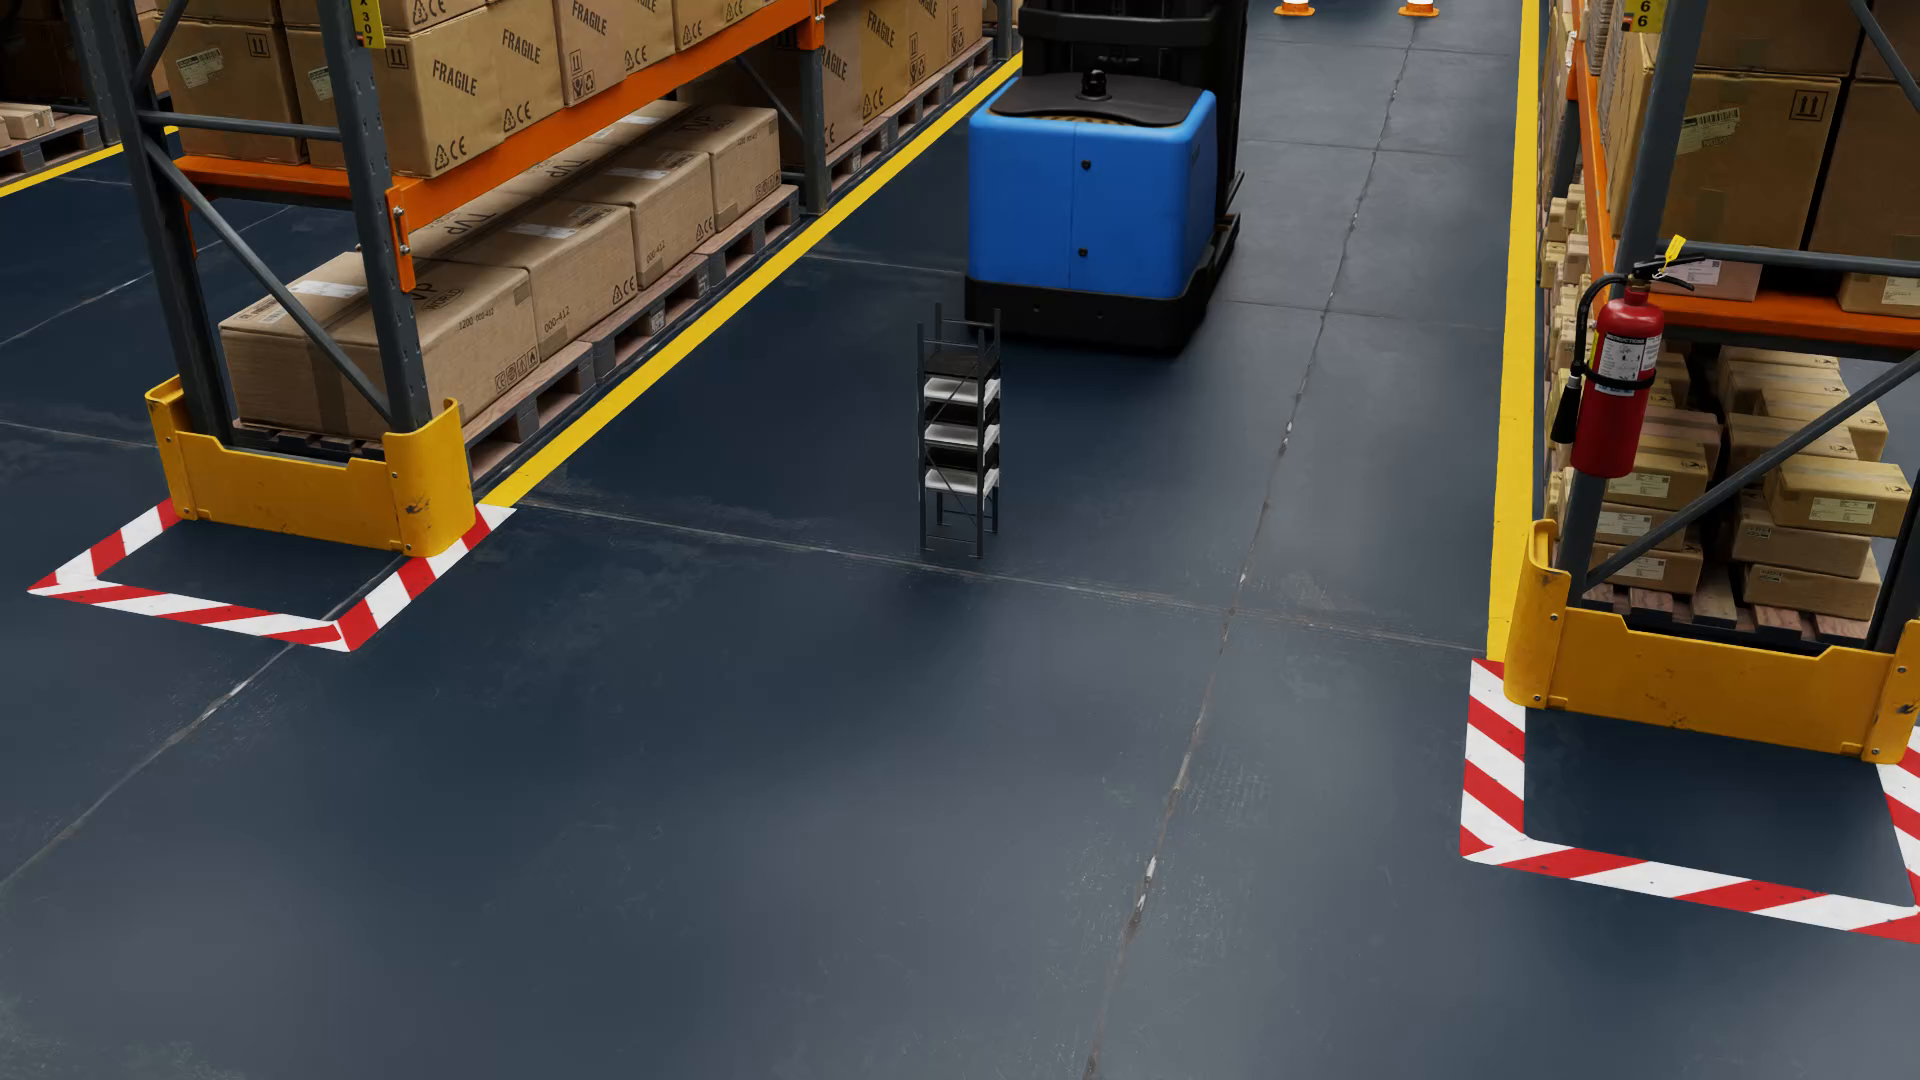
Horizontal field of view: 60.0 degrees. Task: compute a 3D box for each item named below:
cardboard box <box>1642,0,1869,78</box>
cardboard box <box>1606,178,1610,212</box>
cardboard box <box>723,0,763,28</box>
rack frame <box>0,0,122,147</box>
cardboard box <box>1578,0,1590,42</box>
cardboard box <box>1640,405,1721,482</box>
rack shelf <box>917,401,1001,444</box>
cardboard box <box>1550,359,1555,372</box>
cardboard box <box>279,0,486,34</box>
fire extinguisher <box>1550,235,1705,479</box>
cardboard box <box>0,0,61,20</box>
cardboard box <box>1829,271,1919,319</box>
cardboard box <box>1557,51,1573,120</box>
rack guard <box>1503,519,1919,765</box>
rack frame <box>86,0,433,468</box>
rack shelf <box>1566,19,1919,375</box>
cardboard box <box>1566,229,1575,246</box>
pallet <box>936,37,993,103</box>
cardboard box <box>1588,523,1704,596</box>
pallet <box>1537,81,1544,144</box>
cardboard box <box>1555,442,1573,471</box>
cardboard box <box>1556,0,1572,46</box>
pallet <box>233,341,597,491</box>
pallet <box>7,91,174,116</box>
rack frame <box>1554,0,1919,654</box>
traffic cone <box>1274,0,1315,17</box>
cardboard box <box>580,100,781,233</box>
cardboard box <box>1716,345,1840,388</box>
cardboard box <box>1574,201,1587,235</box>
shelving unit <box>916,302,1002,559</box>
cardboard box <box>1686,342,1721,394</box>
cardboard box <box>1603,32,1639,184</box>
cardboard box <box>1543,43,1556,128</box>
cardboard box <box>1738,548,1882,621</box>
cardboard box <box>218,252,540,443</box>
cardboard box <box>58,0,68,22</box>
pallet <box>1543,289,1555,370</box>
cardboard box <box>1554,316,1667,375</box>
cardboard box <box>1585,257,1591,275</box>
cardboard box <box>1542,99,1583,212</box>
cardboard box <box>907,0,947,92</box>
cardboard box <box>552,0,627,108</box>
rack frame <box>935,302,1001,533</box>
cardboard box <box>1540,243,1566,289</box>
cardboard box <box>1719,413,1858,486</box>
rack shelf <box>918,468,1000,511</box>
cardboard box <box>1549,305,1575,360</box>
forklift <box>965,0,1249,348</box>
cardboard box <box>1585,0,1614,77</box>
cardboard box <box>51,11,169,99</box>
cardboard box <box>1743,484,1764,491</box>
[{"bbox_3d":[2.220,-1.610,4.621,0.500,0.500,0.500,8,30,14],"label":"cardboard box"},{"bbox_3d":[2.370,-1.184,5.551,0.380,0.149,0.250,9,30,16],"label":"cardboard box"},{"bbox_3d":[-1.302,-2.821,8.132,0.500,0.500,0.500,8,30,14],"label":"cardboard box"},{"bbox_3d":[-6.010,-3.976,10.311,1.000,3.000,0.127,8,30,15],"label":"rack frame"},{"bbox_3d":[3.101,-2.415,7.764,0.380,0.149,0.250,10,31,17],"label":"cardboard box"},{"bbox_3d":[2.365,-0.339,5.663,0.380,0.149,0.250,9,30,16],"label":"cardboard box"},{"bbox_3d":[-0.002,-0.439,5.997,0.258,0.077,0.200,8,30,15],"label":"rack shelf"},{"bbox_3d":[2.741,-0.815,7.131,0.380,0.149,0.250,8,30,14],"label":"cardboard box"},{"bbox_3d":[-2.025,-2.073,5.760,0.500,0.500,0.500,8,30,14],"label":"cardboard box"},{"bbox_3d":[1.808,-0.503,4.532,0.296,0.674,0.183,8,30,15],"label":"fire extinguisher"},{"bbox_3d":[-6.178,-3.562,11.040,0.380,0.149,0.250,7,30,13],"label":"cardboard box"},{"bbox_3d":[2.732,-0.745,4.762,0.380,0.149,0.250,8,30,14],"label":"cardboard box"},{"bbox_3d":[3.474,-2.411,8.866,0.500,0.250,0.500,8,30,14],"label":"cardboard box"},{"bbox_3d":[2.346,0.306,5.185,1.175,0.500,0.348,8,30,15],"label":"rack guard"},{"bbox_3d":[-2.438,-1.410,5.699,1.000,3.000,0.127,8,30,15],"label":"rack frame"},{"bbox_3d":[2.910,-1.366,6.360,1.077,0.370,4.000,8,30,15],"label":"rack shelf"},{"bbox_3d":[3.097,-1.424,7.919,0.380,0.149,0.250,9,30,15],"label":"cardboard box"},{"bbox_3d":[-0.394,-3.554,12.421,1.003,0.211,1.213,8,30,15],"label":"pallet"},{"bbox_3d":[2.278,0.037,5.598,0.380,0.149,0.250,9,30,16],"label":"cardboard box"},{"bbox_3d":[4.441,-2.887,11.223,1.003,0.211,1.213,8,30,15],"label":"pallet"},{"bbox_3d":[2.356,-0.346,5.981,0.380,0.149,0.250,7,30,13],"label":"cardboard box"},{"bbox_3d":[3.931,-3.138,10.173,0.500,0.250,0.500,9,30,15],"label":"cardboard box"},{"bbox_3d":[-2.278,-0.574,7.065,1.003,0.211,1.213,8,30,15],"label":"pallet"},{"bbox_3d":[-5.808,-3.140,11.678,1.003,0.211,1.213,8,30,15],"label":"pallet"},{"bbox_3d":[2.323,-0.751,4.514,1.000,3.000,0.127,8,30,15],"label":"rack frame"},{"bbox_3d":[2.929,-4.825,14.447,0.336,0.463,0.334,8,30,15],"label":"traffic cone"},{"bbox_3d":[-1.551,-2.056,9.065,0.875,0.438,0.875,8,30,14],"label":"cardboard box"},{"bbox_3d":[3.048,-0.642,6.207,0.380,0.149,0.250,10,31,17],"label":"cardboard box"},{"bbox_3d":[3.034,-1.433,7.629,0.380,0.149,0.250,8,30,14],"label":"cardboard box"},{"bbox_3d":[-0.002,-0.389,6.024,0.258,0.900,0.210,8,30,15],"label":"shelving unit"},{"bbox_3d":[3.050,-0.643,6.516,0.380,0.149,0.250,10,31,17],"label":"cardboard box"},{"bbox_3d":[2.365,-1.409,5.288,0.500,0.500,0.500,8,30,14],"label":"cardboard box"},{"bbox_3d":[3.930,-2.794,10.326,0.500,0.500,0.500,8,30,14],"label":"cardboard box"},{"bbox_3d":[2.783,0.114,5.461,0.380,0.149,0.250,9,30,16],"label":"cardboard box"},{"bbox_3d":[-2.340,-0.795,6.797,0.875,0.438,0.875,7,30,13],"label":"cardboard box"},{"bbox_3d":[-5.651,-3.479,10.890,0.380,0.149,0.250,10,31,17],"label":"cardboard box"},{"bbox_3d":[3.334,-1.074,7.963,1.003,0.211,1.213,8,30,15],"label":"pallet"},{"bbox_3d":[2.482,-0.722,6.351,0.380,0.149,0.250,10,31,17],"label":"cardboard box"},{"bbox_3d":[2.825,-1.063,6.964,0.380,0.149,0.250,7,30,13],"label":"cardboard box"},{"bbox_3d":[3.474,-2.081,9.044,0.500,0.500,0.500,8,30,14],"label":"cardboard box"},{"bbox_3d":[-0.638,-3.660,11.497,0.875,0.875,0.875,9,30,15],"label":"cardboard box"},{"bbox_3d":[-1.735,-2.109,6.852,0.500,0.500,0.500,8,30,15],"label":"cardboard box"},{"bbox_3d":[0.027,-0.437,6.109,0.240,0.900,0.006,8,30,15],"label":"rack frame"},{"bbox_3d":[3.005,-1.300,8.003,0.380,0.149,0.250,9,30,16],"label":"cardboard box"},{"bbox_3d":[2.768,-0.289,5.572,0.380,0.149,0.250,9,30,16],"label":"cardboard box"},{"bbox_3d":[-0.002,-0.203,6.128,0.258,0.077,0.200,8,30,15],"label":"rack shelf"},{"bbox_3d":[2.643,-0.837,6.864,0.380,0.149,0.250,9,30,15],"label":"cardboard box"},{"bbox_3d":[0.922,-2.870,8.395,1.130,2.935,3.031,8,30,14],"label":"forklift"},{"bbox_3d":[2.791,-2.129,6.583,0.500,0.500,0.500,8,30,14],"label":"cardboard box"},{"bbox_3d":[-5.653,-3.259,11.163,0.500,0.500,0.500,10,31,17],"label":"cardboard box"},{"bbox_3d":[2.857,-0.145,5.619,0.380,0.149,0.250,8,30,15],"label":"cardboard box"}]
